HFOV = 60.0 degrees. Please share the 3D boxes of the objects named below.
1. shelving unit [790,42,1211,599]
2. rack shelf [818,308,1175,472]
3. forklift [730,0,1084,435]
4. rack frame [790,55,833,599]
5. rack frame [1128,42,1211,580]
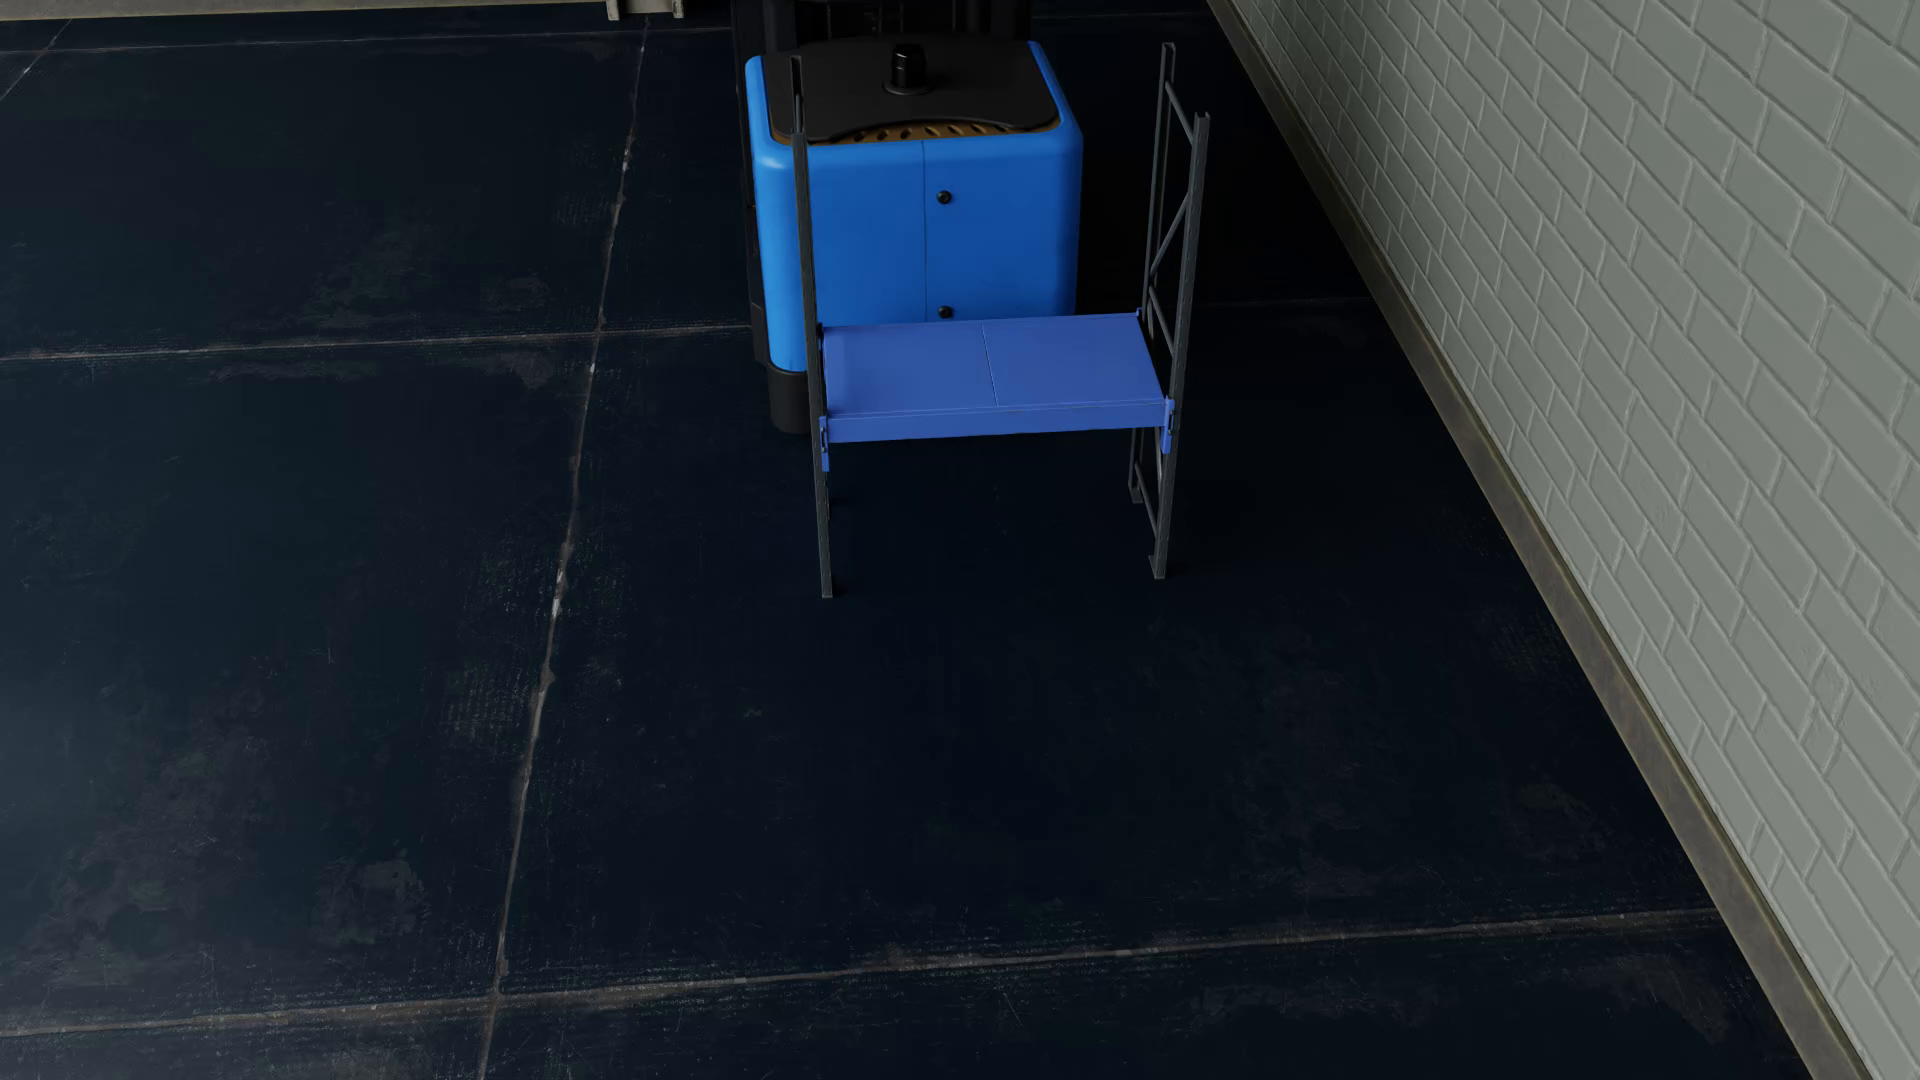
[{"bbox_3d":[0.085,-0.593,4.791,1.048,1.500,0.538,-3,38,-4],"label":"shelving unit"},{"bbox_3d":[0.085,-0.452,4.903,1.000,0.185,0.538,-3,38,-4],"label":"rack shelf"},{"bbox_3d":[-0.319,-2.413,5.942,1.130,2.935,3.031,-5,39,-6],"label":"forklift"},{"bbox_3d":[-0.421,-0.566,4.756,0.032,1.500,0.500,-3,38,-4],"label":"rack frame"},{"bbox_3d":[0.591,-0.621,4.827,0.032,1.500,0.500,-3,38,-4],"label":"rack frame"}]
